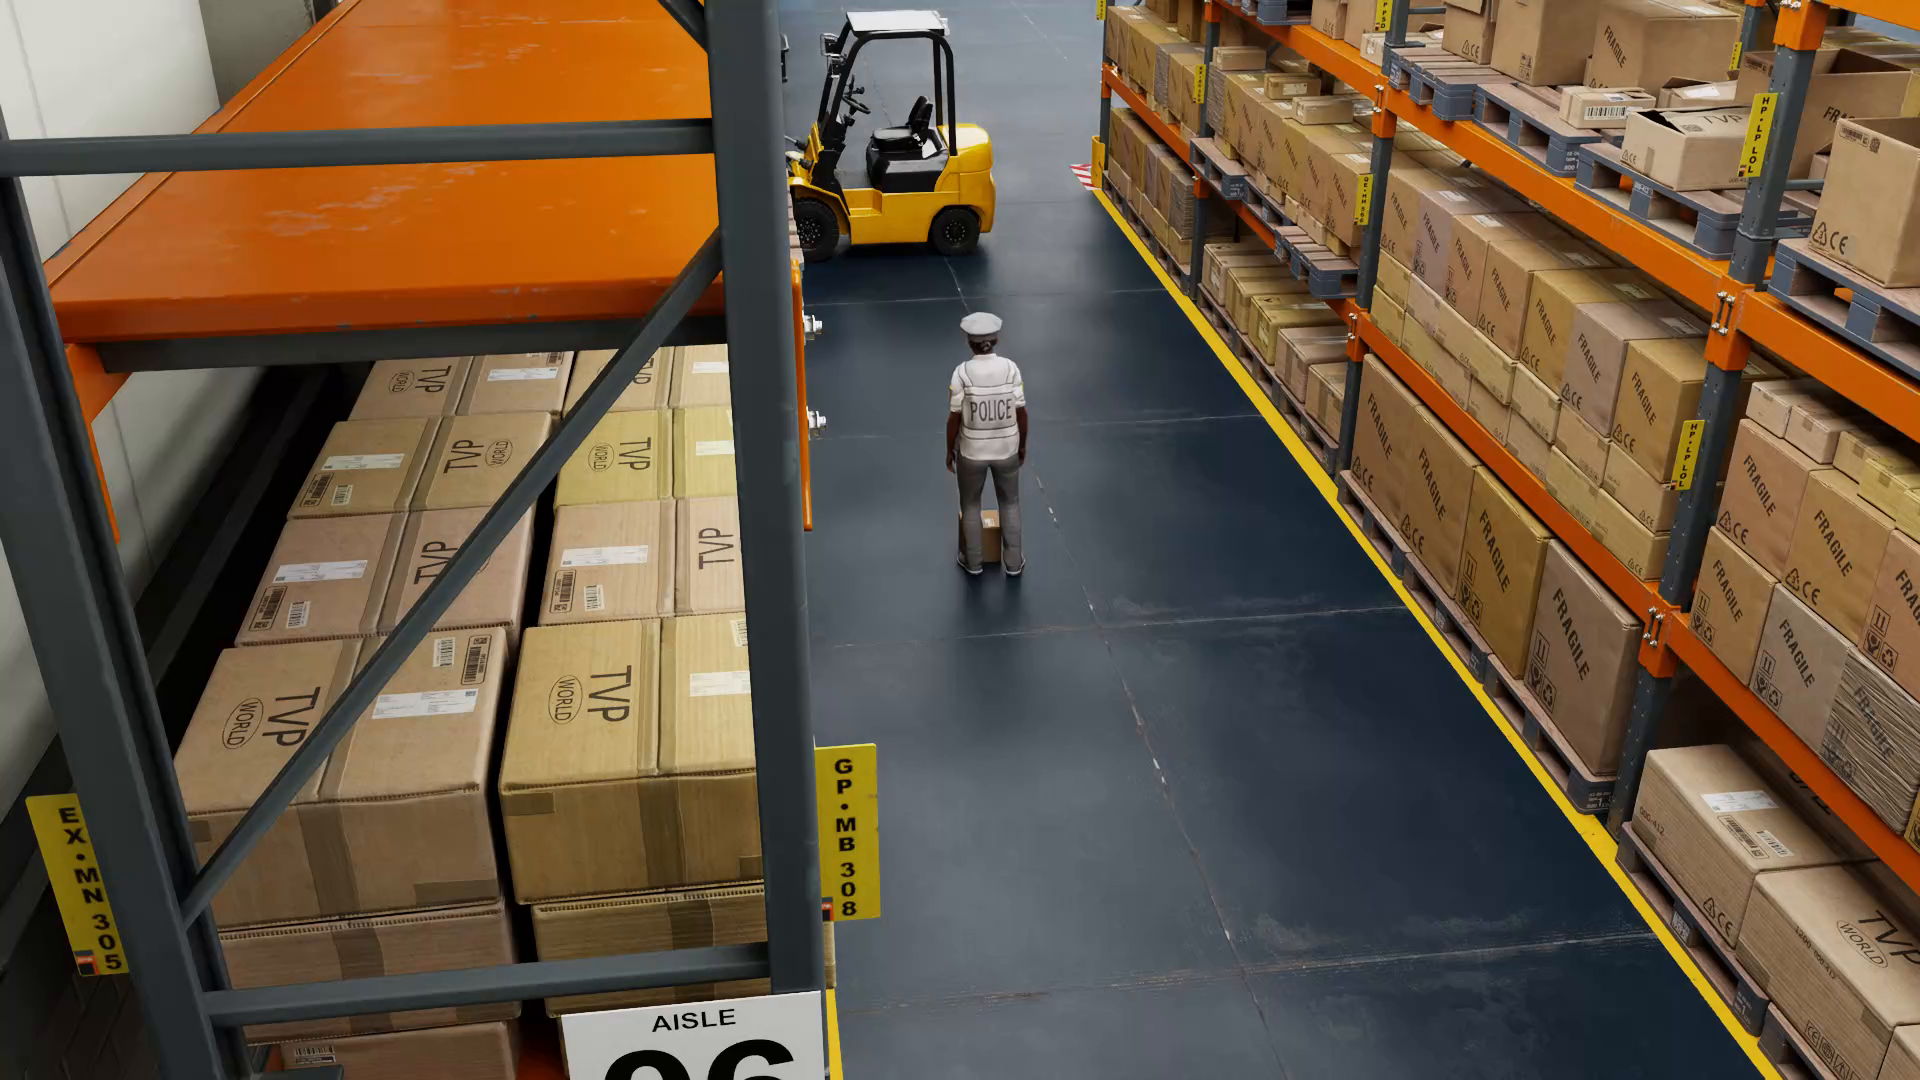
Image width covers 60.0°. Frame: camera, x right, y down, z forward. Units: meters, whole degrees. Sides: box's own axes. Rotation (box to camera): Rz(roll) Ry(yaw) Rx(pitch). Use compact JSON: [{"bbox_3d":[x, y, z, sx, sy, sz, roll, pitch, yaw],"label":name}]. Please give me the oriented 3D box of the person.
[{"bbox_3d":[0.170,-0.548,10.153,0.518,1.658,0.417,-4,28,-8],"label":"person"}]
